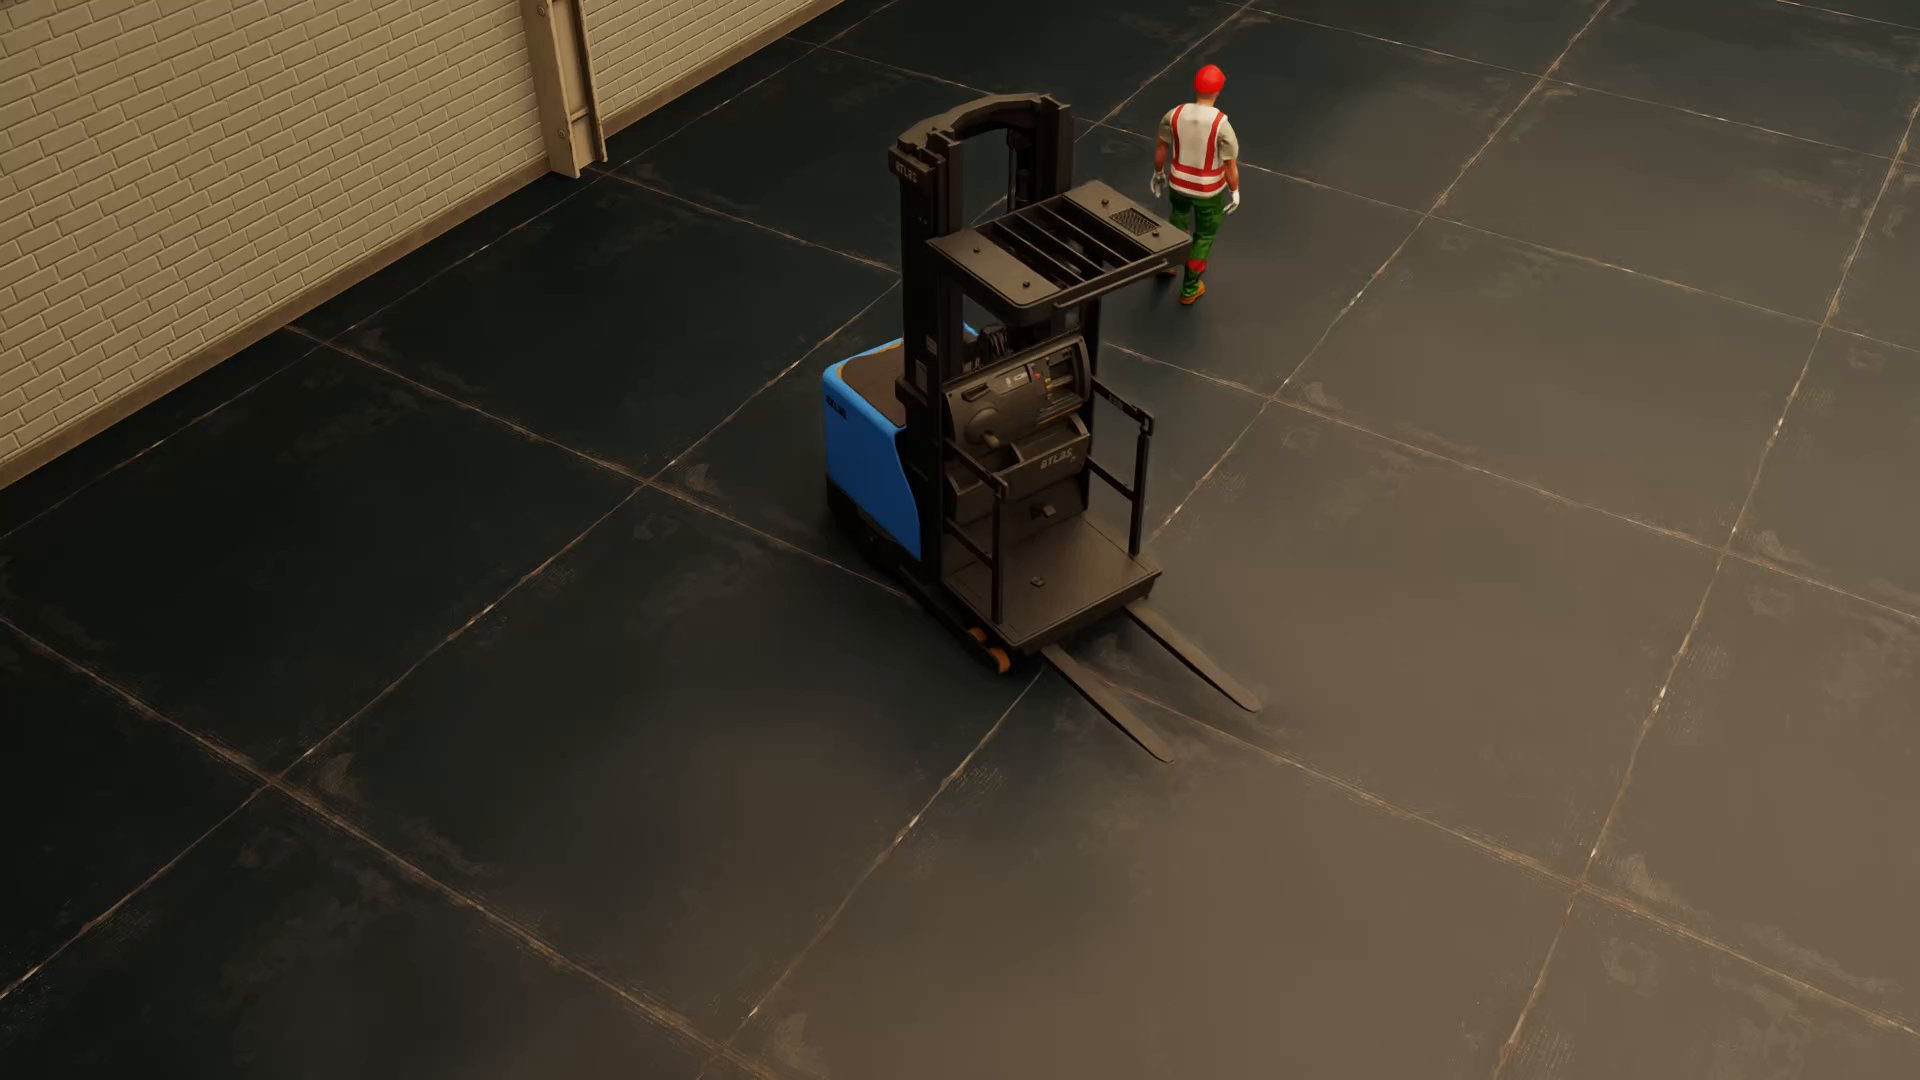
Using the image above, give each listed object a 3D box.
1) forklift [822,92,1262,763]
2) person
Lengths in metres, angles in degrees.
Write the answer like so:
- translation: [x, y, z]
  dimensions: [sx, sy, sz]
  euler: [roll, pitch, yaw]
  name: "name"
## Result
- translation: [0.446, -0.720, 8.817]
  dimensions: [1.130, 2.935, 3.031]
  euler: [-25, 46, -27]
  name: "forklift"
- translation: [1.710, -2.553, 11.909]
  dimensions: [0.658, 1.801, 0.486]
  euler: [21, 45, 23]
  name: "person"
